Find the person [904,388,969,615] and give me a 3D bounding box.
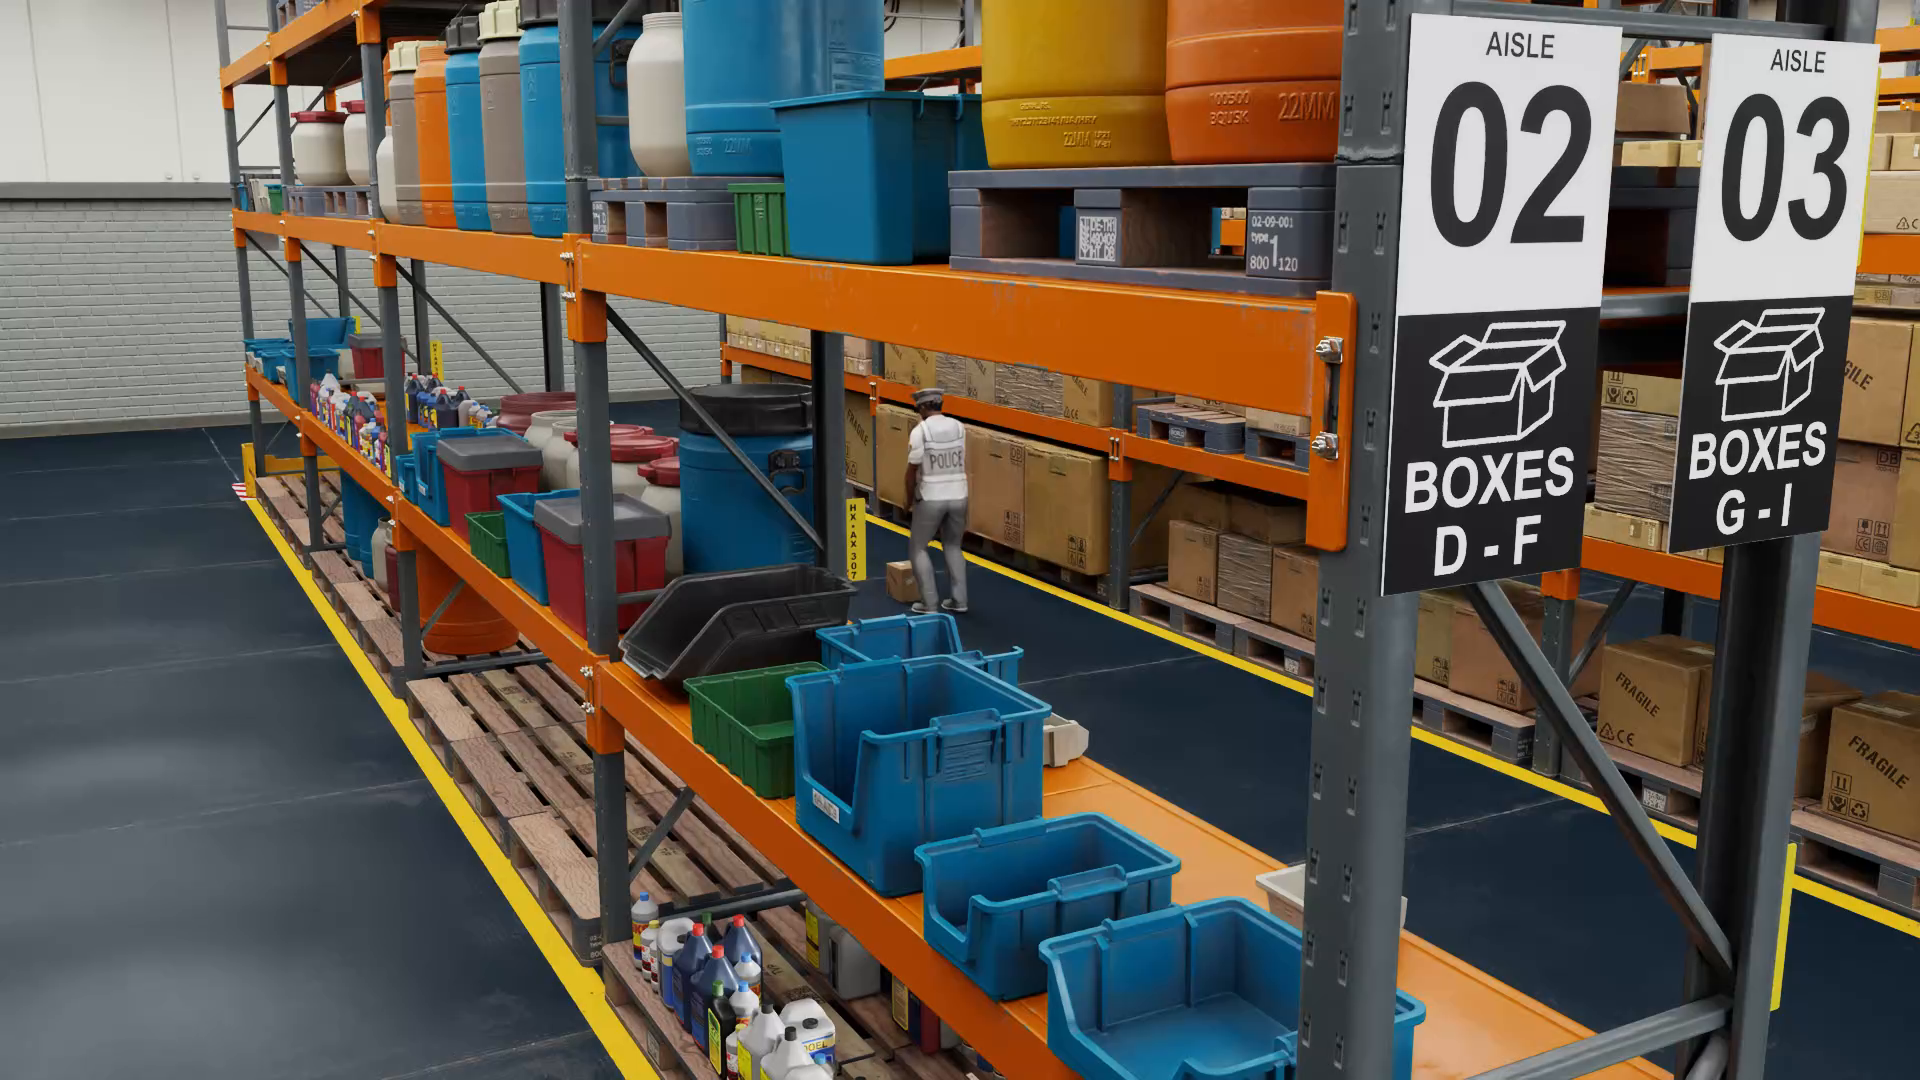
[{"bbox_3d":[-0.179,-0.270,11.878,0.457,1.624,0.442,-6,13,-27],"label":"person"}]
